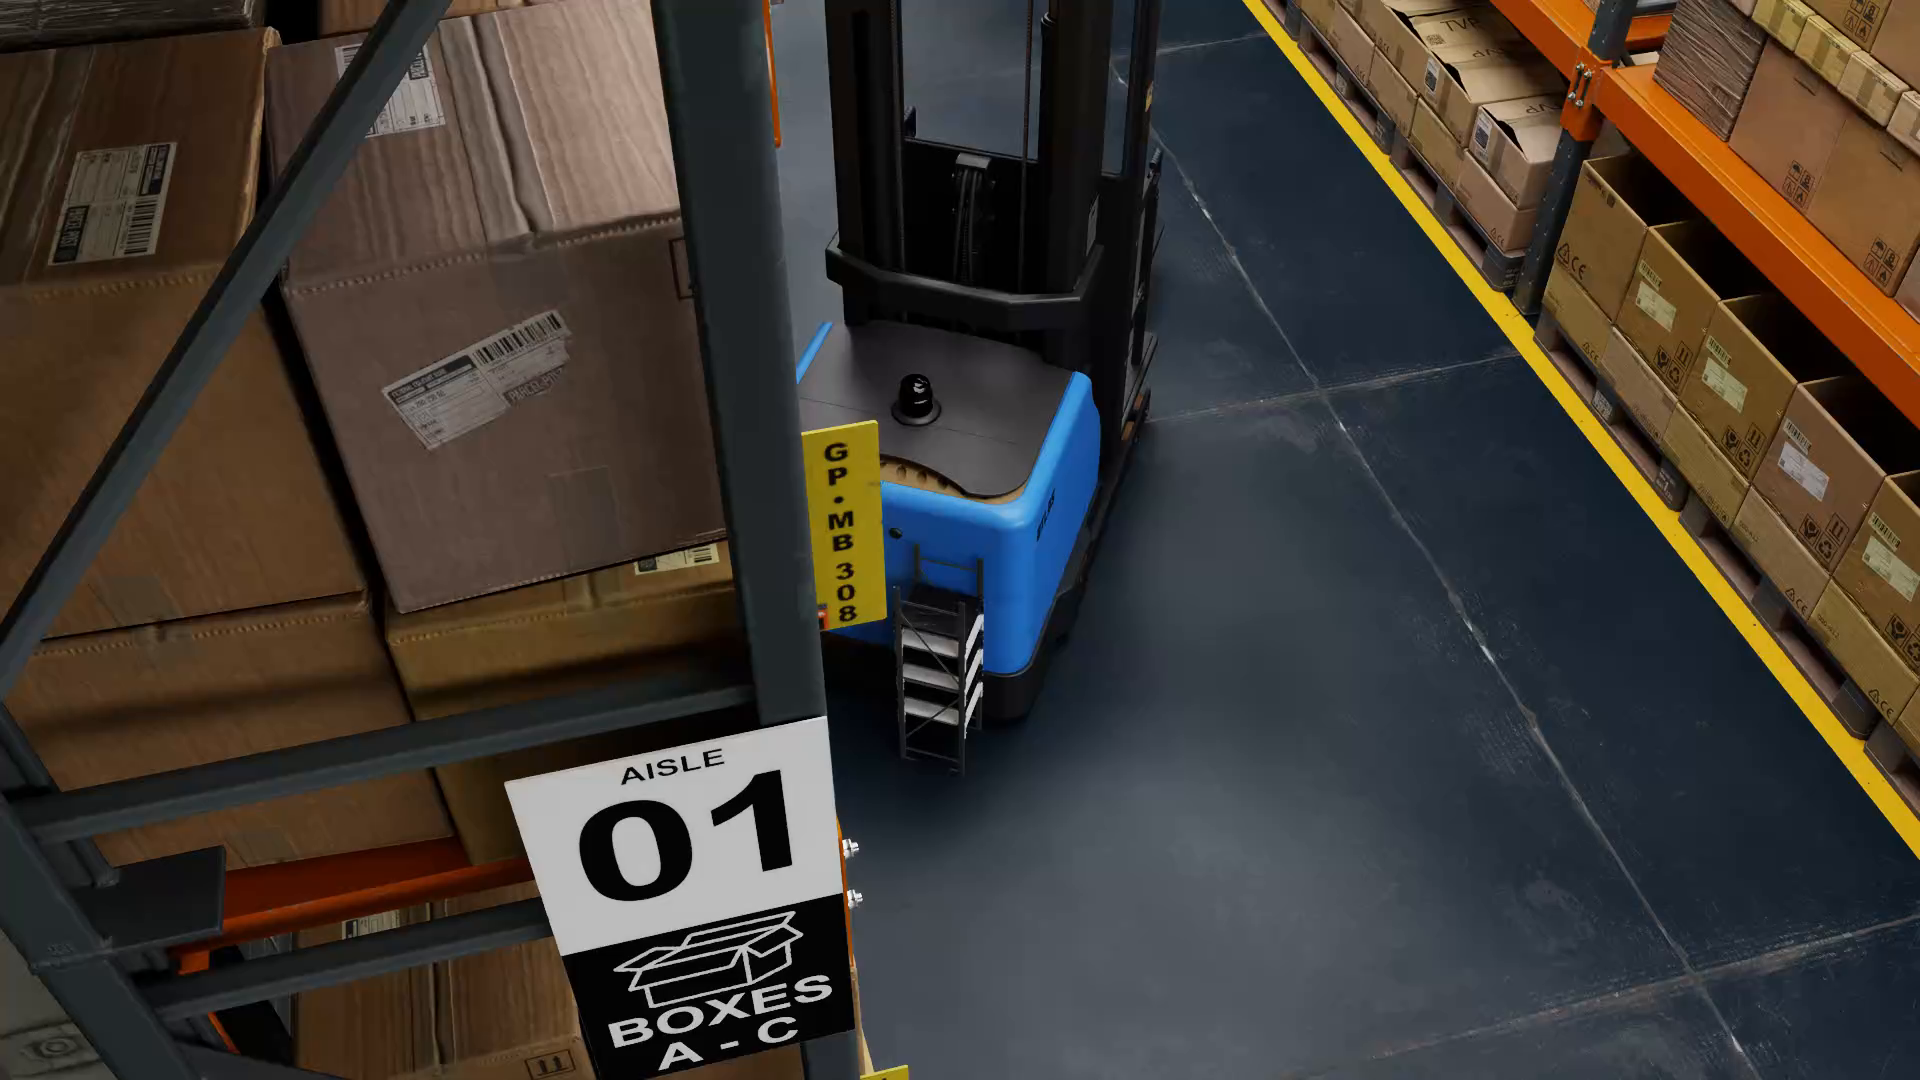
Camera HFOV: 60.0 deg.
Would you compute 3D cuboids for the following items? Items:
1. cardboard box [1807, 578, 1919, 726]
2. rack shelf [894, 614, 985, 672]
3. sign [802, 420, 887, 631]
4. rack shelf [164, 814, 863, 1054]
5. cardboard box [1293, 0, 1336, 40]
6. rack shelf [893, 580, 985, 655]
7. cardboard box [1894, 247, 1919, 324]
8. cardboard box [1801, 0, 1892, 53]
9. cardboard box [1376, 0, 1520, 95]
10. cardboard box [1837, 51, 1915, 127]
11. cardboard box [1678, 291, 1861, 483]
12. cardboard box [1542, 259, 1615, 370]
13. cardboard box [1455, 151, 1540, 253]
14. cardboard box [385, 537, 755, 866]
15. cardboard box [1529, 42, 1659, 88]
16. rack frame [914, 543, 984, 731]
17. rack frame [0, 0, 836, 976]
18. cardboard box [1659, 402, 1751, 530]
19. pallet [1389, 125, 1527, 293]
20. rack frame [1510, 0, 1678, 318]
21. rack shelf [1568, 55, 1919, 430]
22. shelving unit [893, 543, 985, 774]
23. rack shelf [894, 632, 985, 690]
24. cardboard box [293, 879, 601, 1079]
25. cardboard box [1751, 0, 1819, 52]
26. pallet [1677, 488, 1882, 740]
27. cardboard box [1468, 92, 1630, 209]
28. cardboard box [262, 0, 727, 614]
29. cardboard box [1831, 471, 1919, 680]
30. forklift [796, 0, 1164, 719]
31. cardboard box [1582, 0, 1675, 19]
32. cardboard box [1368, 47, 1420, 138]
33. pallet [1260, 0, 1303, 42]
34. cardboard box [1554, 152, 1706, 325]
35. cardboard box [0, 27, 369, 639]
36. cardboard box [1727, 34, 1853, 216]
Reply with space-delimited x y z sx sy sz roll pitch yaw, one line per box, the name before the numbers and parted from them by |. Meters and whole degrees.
cardboard box | 3.431 0.349 5.939 0.500 0.250 0.500 -11 47 -10
rack shelf | -0.068 0.319 5.601 0.258 0.077 0.200 13 47 12
sign | -0.140 -0.009 1.946 0.100 0.325 0.005 -11 47 -10
rack shelf | -1.176 -0.733 3.771 1.077 0.370 4.000 -11 47 -10
cardboard box | 2.194 -3.050 9.270 0.500 0.250 0.500 -12 47 -11
rack shelf | -0.068 0.256 5.537 0.258 0.077 0.200 13 47 12
cardboard box | 3.617 -0.890 5.452 0.700 0.500 0.500 -9 46 -9
cardboard box | 3.350 -2.059 5.689 0.700 0.500 0.500 -11 47 -10
cardboard box | 2.454 -2.535 8.372 0.500 0.311 0.500 -11 47 -10
cardboard box | 3.244 -1.560 5.654 0.380 0.149 0.250 -12 47 -12
cardboard box | 3.172 -0.603 6.347 0.500 0.500 0.500 -11 47 -10
cardboard box | 2.925 -1.033 7.293 0.500 0.250 0.500 -11 47 -10
cardboard box | 2.713 -1.642 7.890 0.500 0.250 0.500 -11 47 -11
cardboard box | -0.508 0.078 2.389 0.500 0.500 0.500 -10 46 -9
cardboard box | 3.111 -2.282 8.125 0.500 0.311 0.500 -11 47 -11
rack frame | -0.037 0.353 5.774 0.240 0.900 0.006 13 47 12
rack frame | -0.664 -0.654 1.090 1.000 3.000 0.127 -11 47 -10
cardboard box | 3.171 -0.340 6.615 0.500 0.250 0.500 -11 47 -10
pallet | 2.873 -1.749 8.316 1.003 0.211 1.213 -11 47 -10
rack frame | 3.099 -2.224 6.829 1.000 3.000 0.127 -11 47 -10
rack shelf | 3.611 -0.591 5.733 1.077 0.370 4.000 -11 47 -10
shelving unit | -0.068 0.422 5.706 0.258 0.900 0.210 13 47 12
rack shelf | -0.068 0.382 5.666 0.258 0.077 0.200 13 47 12
cardboard box | -0.990 0.943 3.292 0.500 0.500 0.500 -11 47 -11
cardboard box | 3.113 -1.914 6.001 0.380 0.149 0.250 -12 47 -11
pallet | 3.578 0.153 6.452 1.003 0.211 1.213 -11 47 -10
cardboard box | 2.719 -1.832 7.683 0.500 0.311 0.500 -11 47 -10
cardboard box | -0.528 -0.306 2.065 0.500 0.500 0.500 -14 47 -13
cardboard box | 3.428 0.087 5.670 0.500 0.500 0.500 -11 47 -10
forklift | 0.190 -1.451 6.120 1.130 2.935 3.031 13 47 12
cardboard box | 2.931 -2.503 7.208 0.500 0.250 0.500 -8 46 -8
cardboard box | 2.454 -2.344 8.578 0.500 0.250 0.500 -10 46 -9
pallet | 2.248 -3.434 9.967 1.003 0.211 1.213 -11 47 -10
cardboard box | 2.916 -1.293 7.023 0.500 0.500 0.500 -11 47 -10
cardboard box | -1.027 -0.245 2.006 0.500 0.500 0.500 -9 46 -9
cardboard box | 3.360 -1.590 6.138 0.700 0.500 0.500 -11 47 -11
